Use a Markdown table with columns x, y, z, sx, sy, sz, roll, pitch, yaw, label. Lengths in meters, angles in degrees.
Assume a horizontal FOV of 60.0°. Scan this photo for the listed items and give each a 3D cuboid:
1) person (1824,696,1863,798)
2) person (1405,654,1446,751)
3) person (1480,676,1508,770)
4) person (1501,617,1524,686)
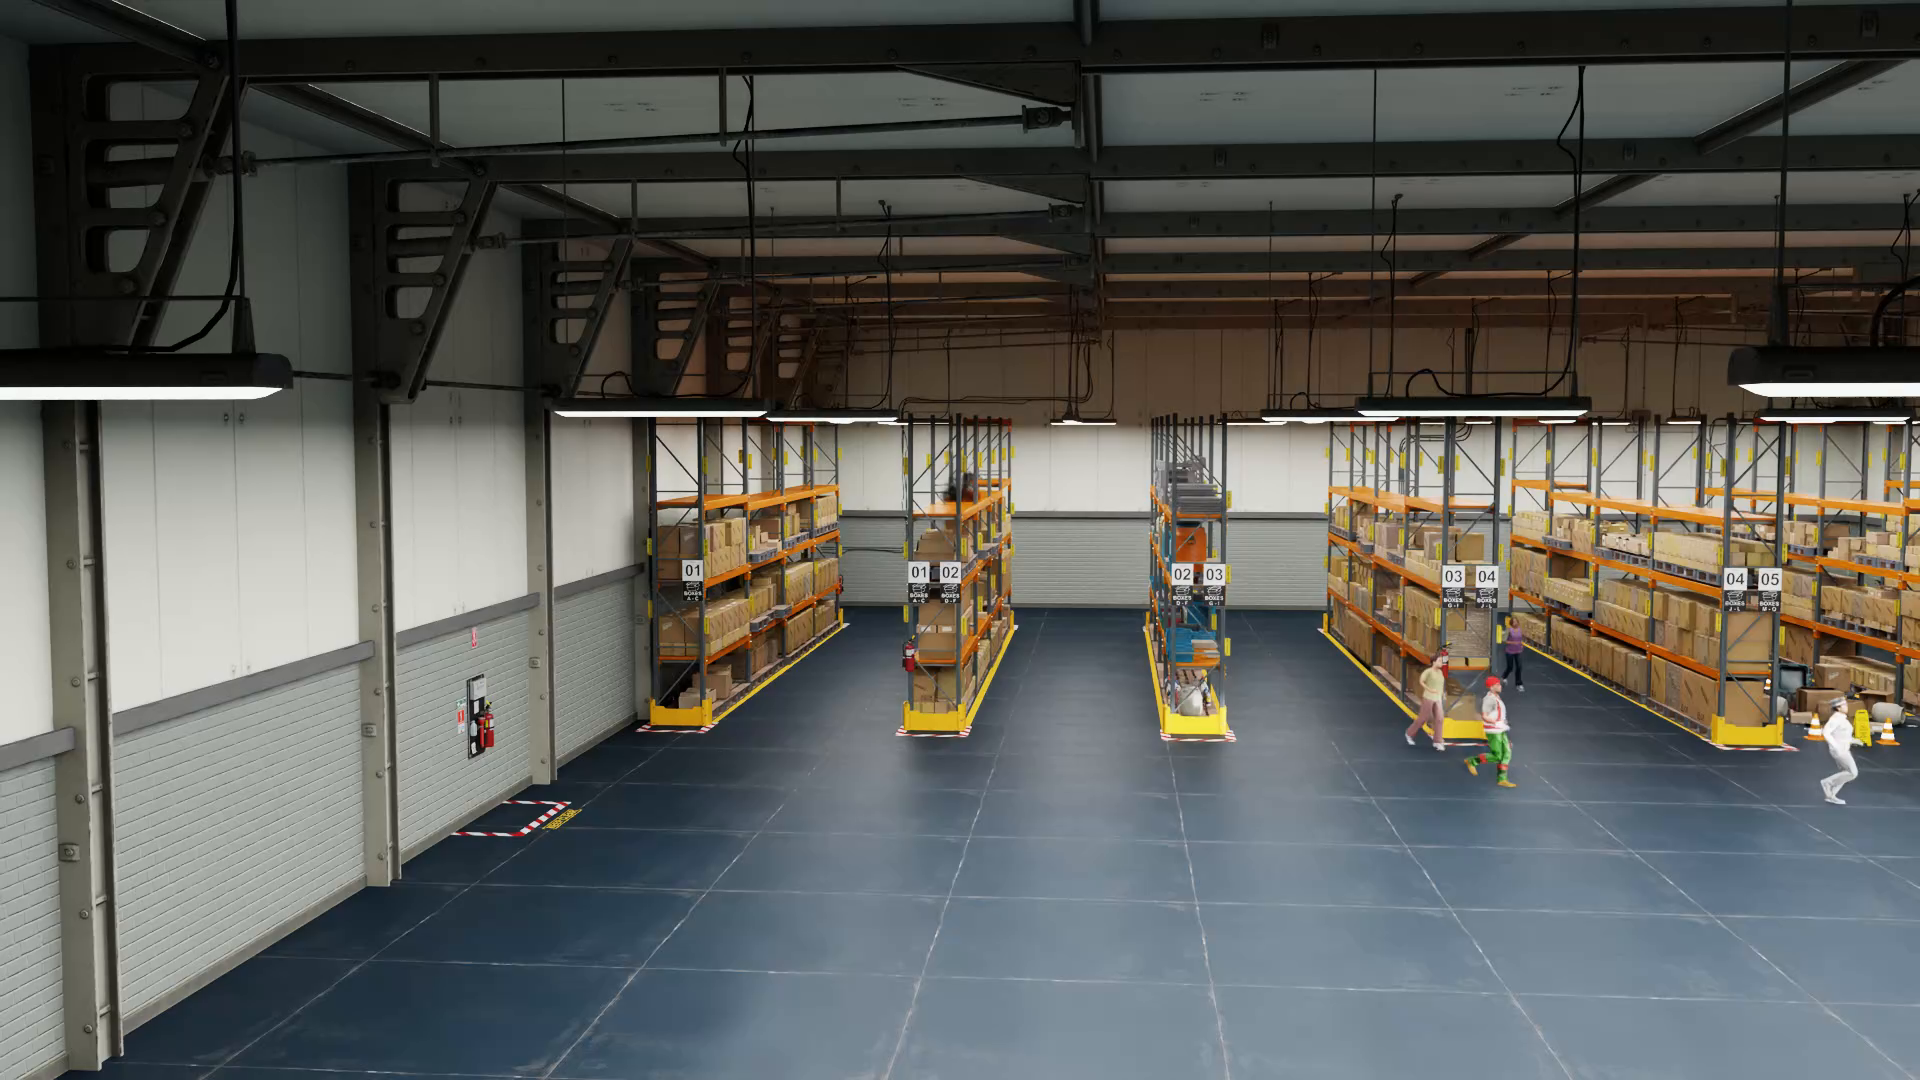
| x | y | z | sx | sy | sz | roll | pitch | yaw | label |
| --- | --- | --- | --- | --- | --- | --- | --- | --- | --- |
| 13.424 | 3.163 | 25.249 | 0.491 | 1.589 | 0.458 | 3 | 5 | 36 | person |
| 8.485 | 2.873 | 29.797 | 0.636 | 1.664 | 0.879 | -2 | 4 | -30 | person |
| 1.719 | 2.524 | 32.614 | 18.445 | 1.505 | 3.630 | 2 | 5 | 32 | person |
| 12.042 | 2.415 | 36.216 | 0.545 | 1.498 | 0.731 | -1 | 4 | -8 | person |
